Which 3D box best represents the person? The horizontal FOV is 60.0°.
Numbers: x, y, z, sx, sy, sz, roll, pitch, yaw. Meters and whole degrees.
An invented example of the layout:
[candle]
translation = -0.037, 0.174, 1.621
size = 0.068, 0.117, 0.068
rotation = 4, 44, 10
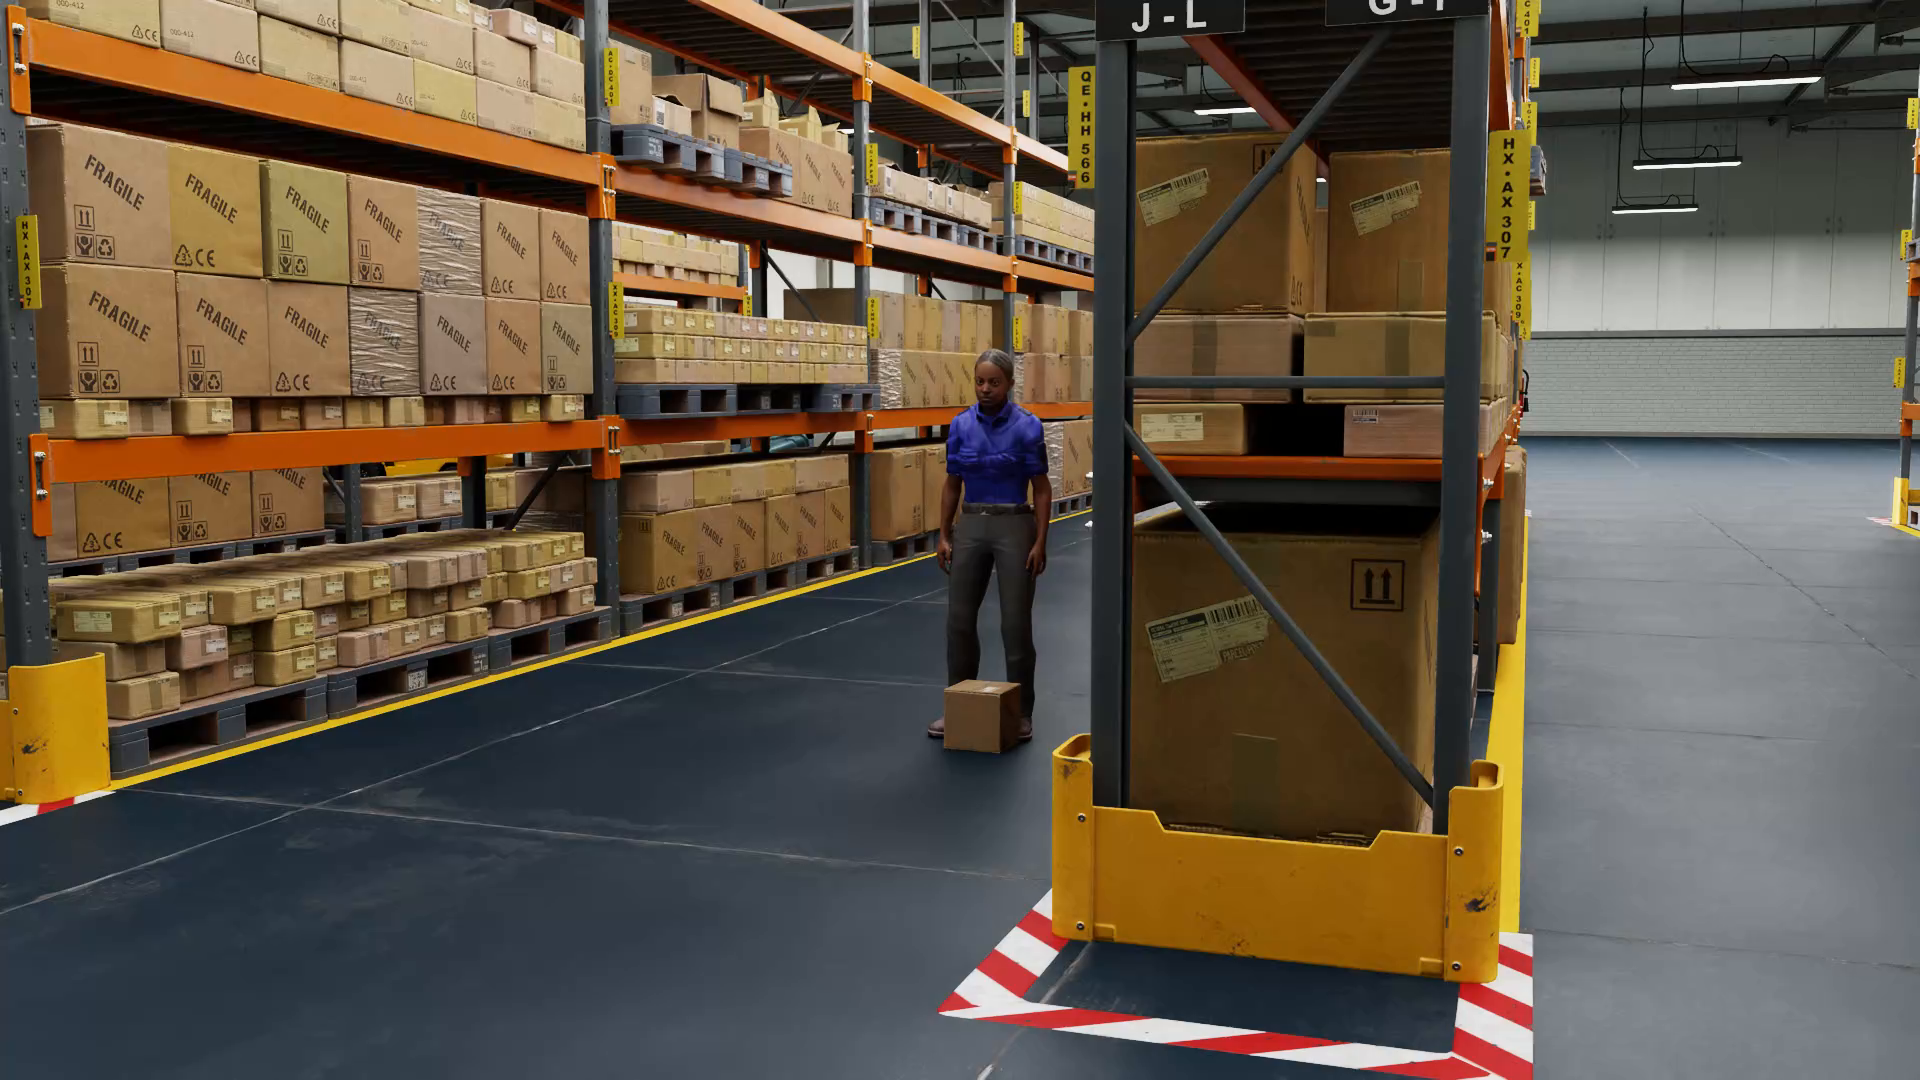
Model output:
[person]
translation = 0.137, 0.015, 7.113
size = 0.506, 1.655, 0.351
rotation = 2, 6, 19
